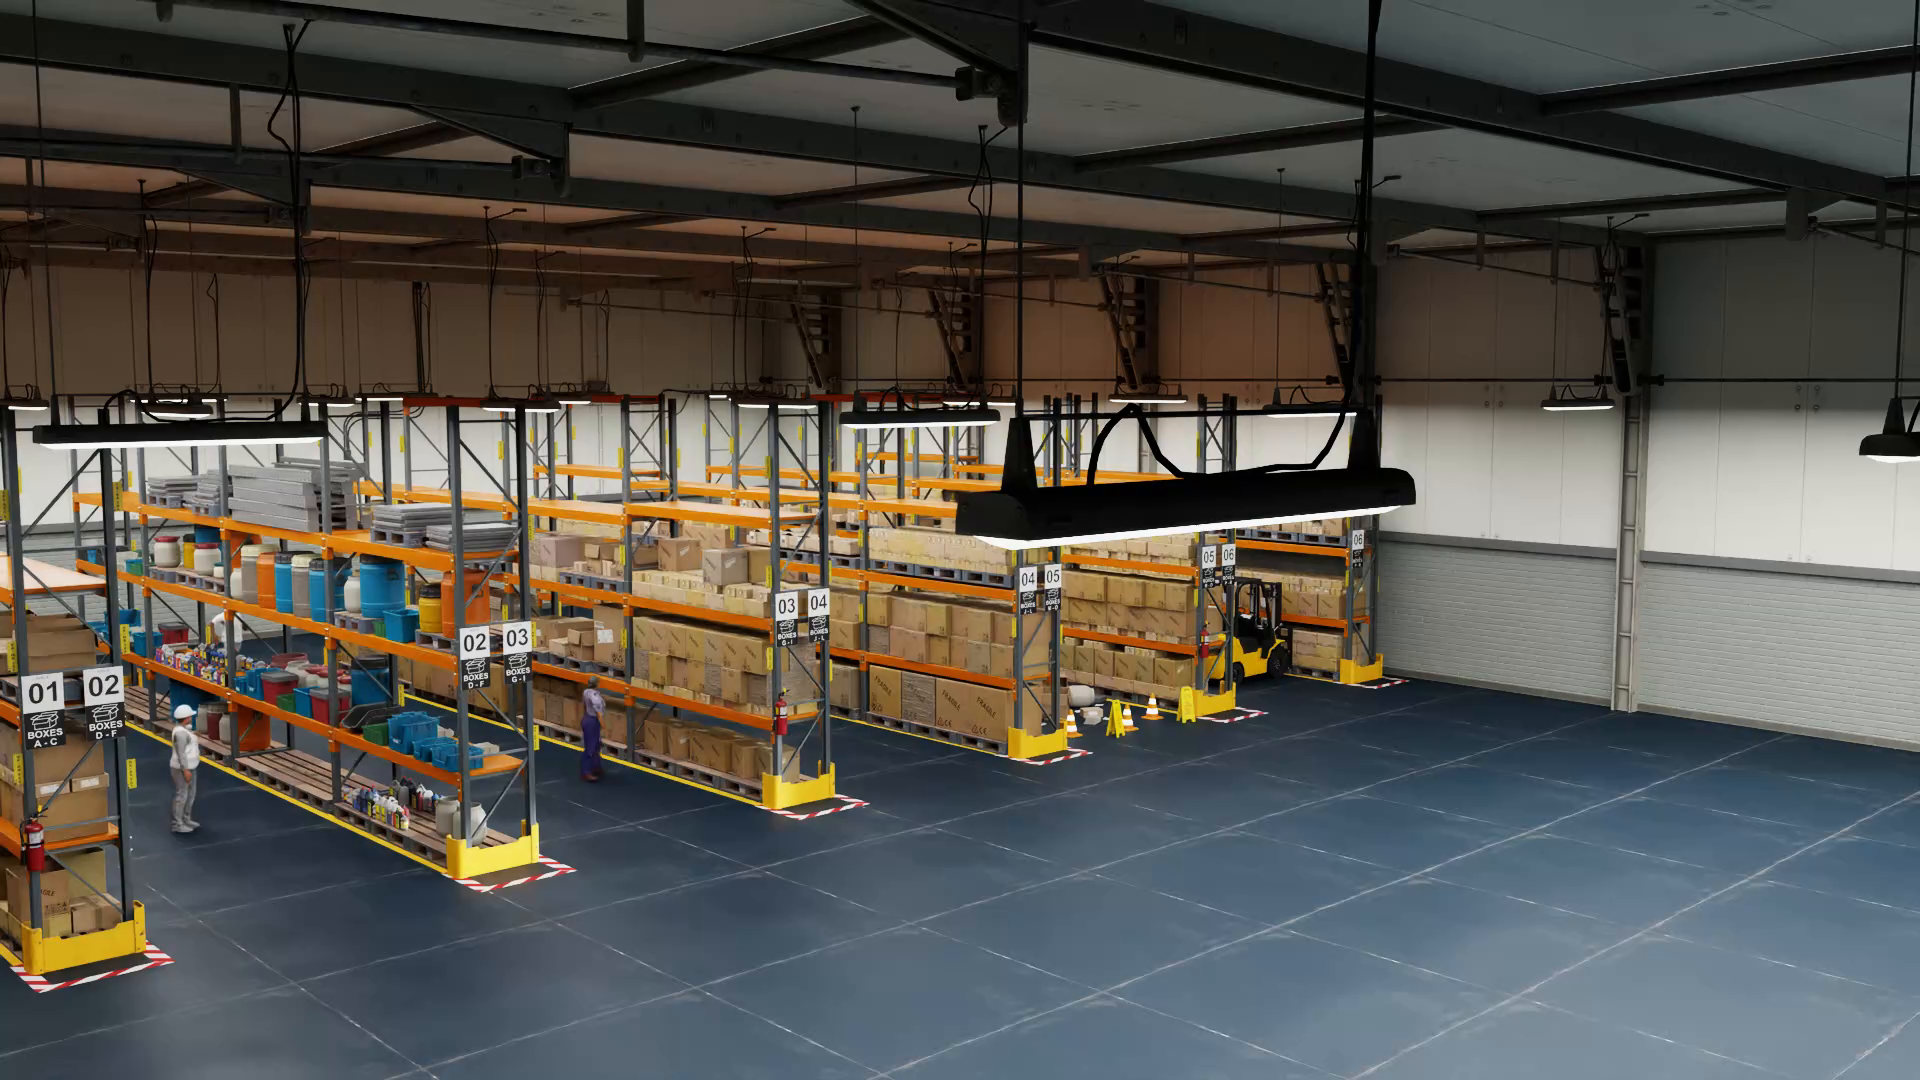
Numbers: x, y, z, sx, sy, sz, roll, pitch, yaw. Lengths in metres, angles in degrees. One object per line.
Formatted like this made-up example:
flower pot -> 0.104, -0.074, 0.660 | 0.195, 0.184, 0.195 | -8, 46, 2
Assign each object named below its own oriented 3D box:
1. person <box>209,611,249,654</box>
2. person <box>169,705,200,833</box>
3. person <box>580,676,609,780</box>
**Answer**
person -> -15.081, 2.102, 34.393 | 0.994, 1.734, 0.758 | 5, 8, 44
person -> -10.881, 3.189, 23.332 | 0.386, 1.787, 0.571 | -1, 6, -8
person -> -5.821, 2.975, 26.449 | 0.520, 1.681, 0.660 | -2, 6, -20
